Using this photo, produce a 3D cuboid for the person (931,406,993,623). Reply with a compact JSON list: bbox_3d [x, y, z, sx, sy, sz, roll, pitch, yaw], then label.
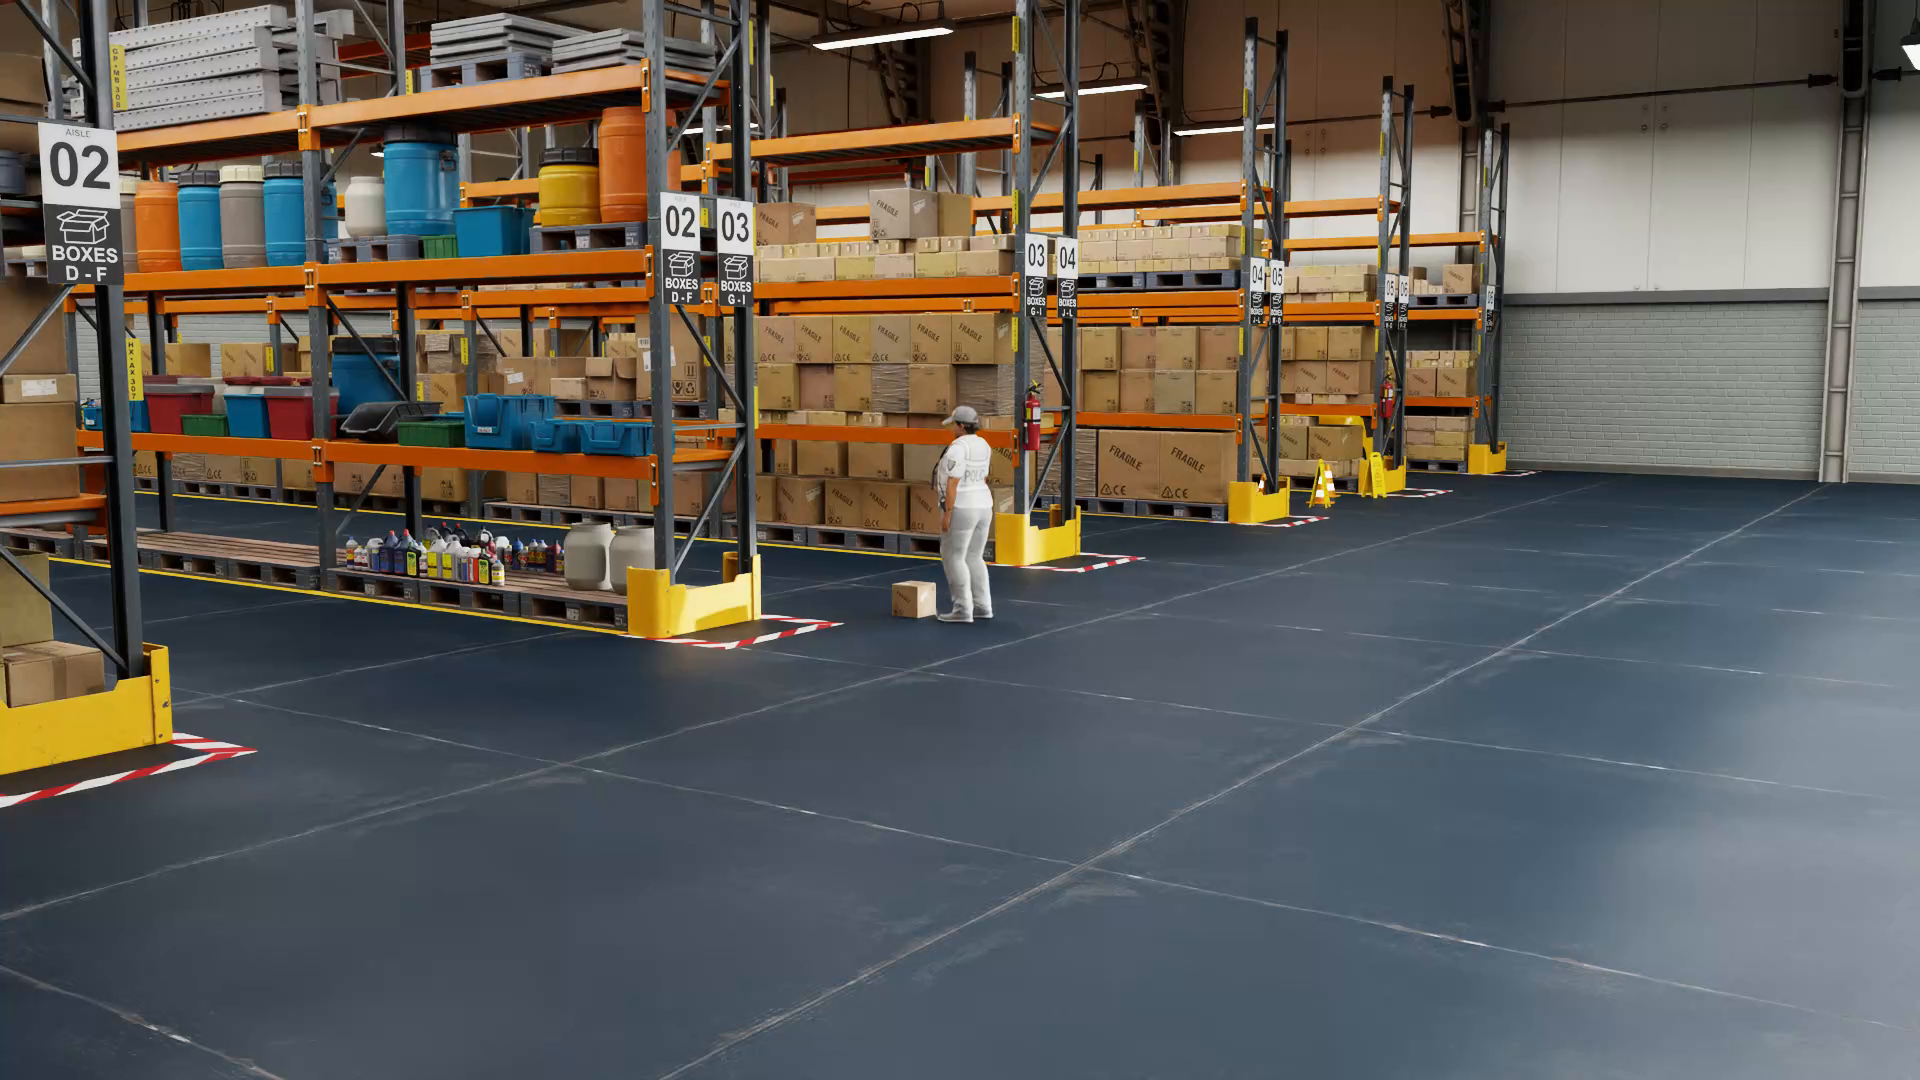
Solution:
[{"bbox_3d":[0.023,-0.197,12.792,0.391,1.659,0.468,4,8,35],"label":"person"}]
